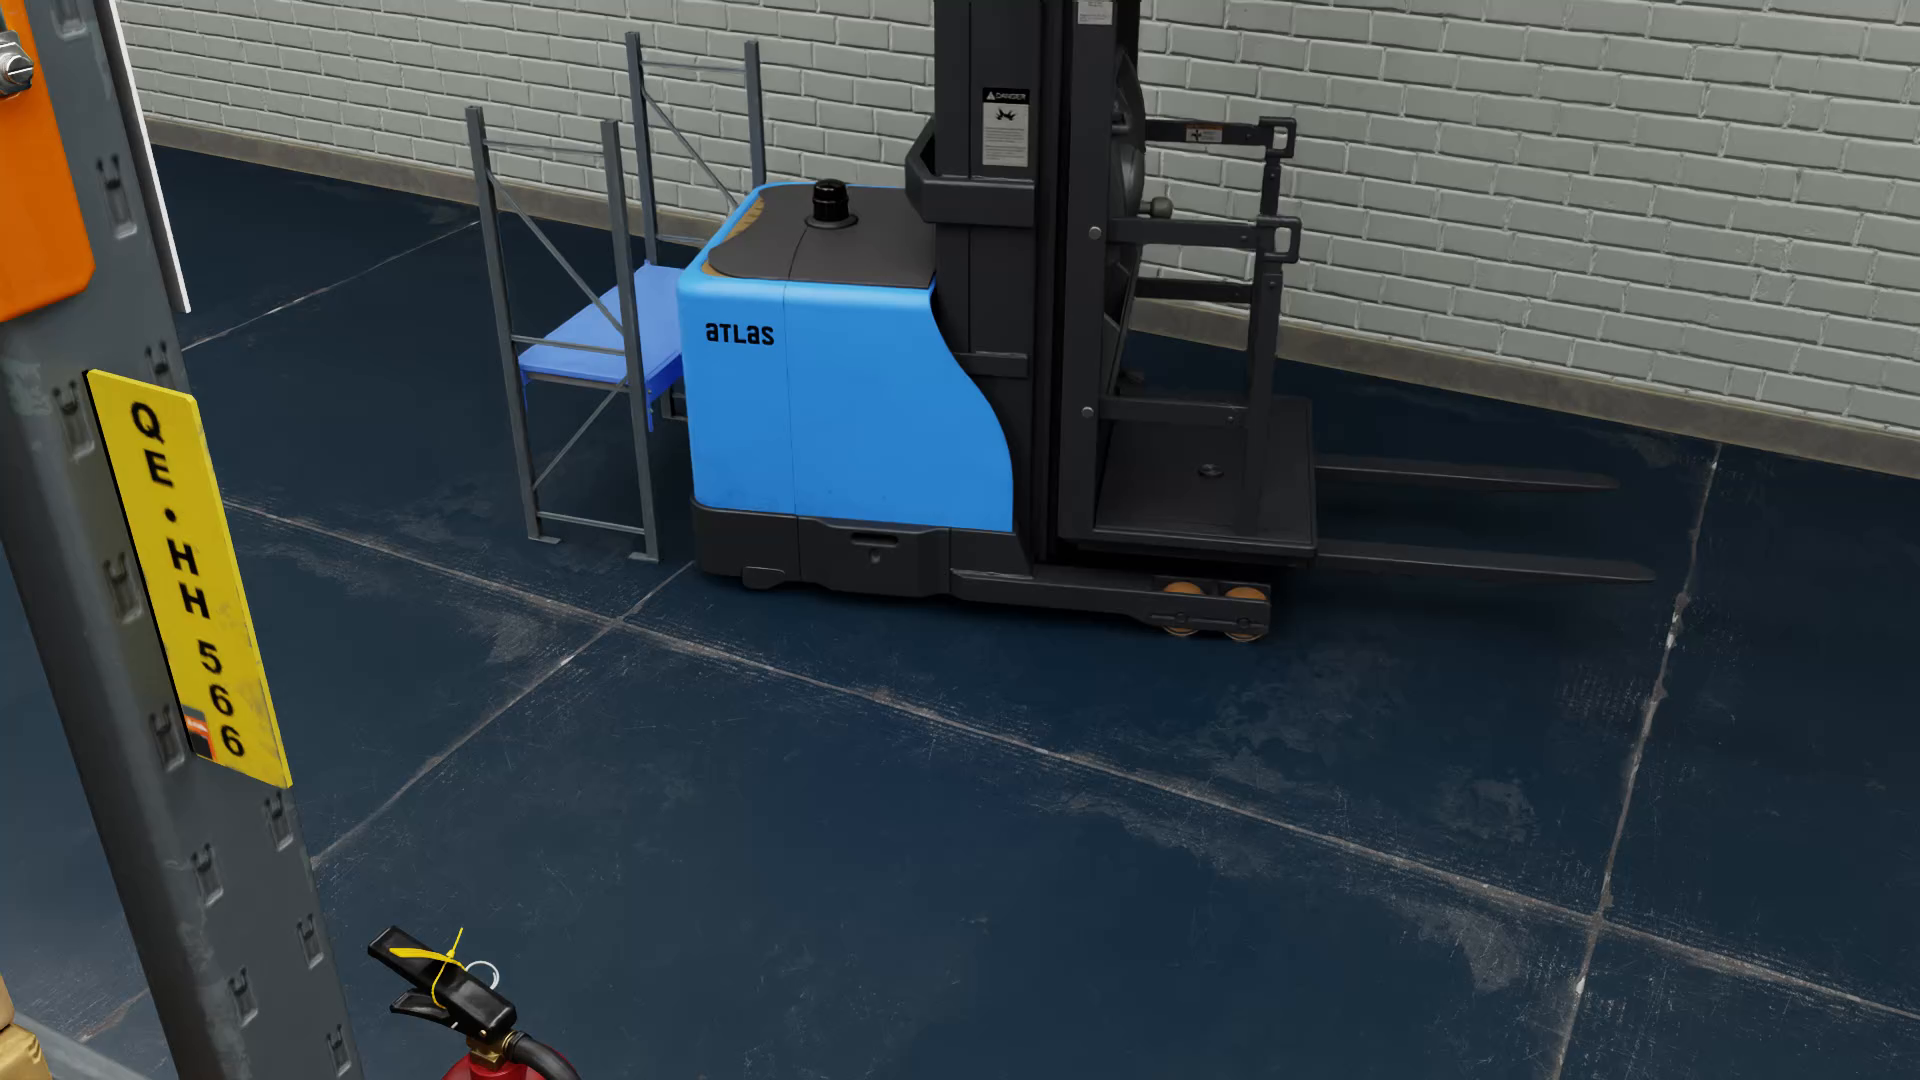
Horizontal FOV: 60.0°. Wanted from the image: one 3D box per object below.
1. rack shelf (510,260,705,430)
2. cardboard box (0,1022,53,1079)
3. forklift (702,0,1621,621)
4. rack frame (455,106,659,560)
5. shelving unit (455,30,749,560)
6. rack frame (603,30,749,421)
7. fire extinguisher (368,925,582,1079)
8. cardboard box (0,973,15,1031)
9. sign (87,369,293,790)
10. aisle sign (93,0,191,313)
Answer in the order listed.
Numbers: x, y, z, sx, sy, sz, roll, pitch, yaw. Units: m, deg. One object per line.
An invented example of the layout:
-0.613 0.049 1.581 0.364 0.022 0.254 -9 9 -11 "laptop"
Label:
-1.142 -0.712 5.844 0.538 0.185 1.000 7 31 13 "rack shelf"
-1.010 0.626 1.249 0.500 0.500 0.500 15 33 24 "cardboard box"
0.694 -1.330 5.123 3.031 2.935 1.130 -4 30 -6 "forklift"
-1.271 -0.623 5.328 0.500 1.500 0.032 7 31 13 "rack frame"
-1.142 -0.868 5.755 0.538 1.500 1.048 7 31 13 "shelving unit"
-1.012 -1.112 6.181 0.500 1.500 0.032 7 31 13 "rack frame"
-0.509 0.729 1.921 0.296 0.674 0.183 14 33 23 "fire extinguisher"
-1.022 0.194 0.997 0.500 0.500 0.500 14 33 22 "cardboard box"
-0.550 0.036 1.195 0.100 0.325 0.005 14 33 23 "sign"
-0.734 -0.551 1.087 0.394 0.787 0.004 14 33 23 "aisle sign"
